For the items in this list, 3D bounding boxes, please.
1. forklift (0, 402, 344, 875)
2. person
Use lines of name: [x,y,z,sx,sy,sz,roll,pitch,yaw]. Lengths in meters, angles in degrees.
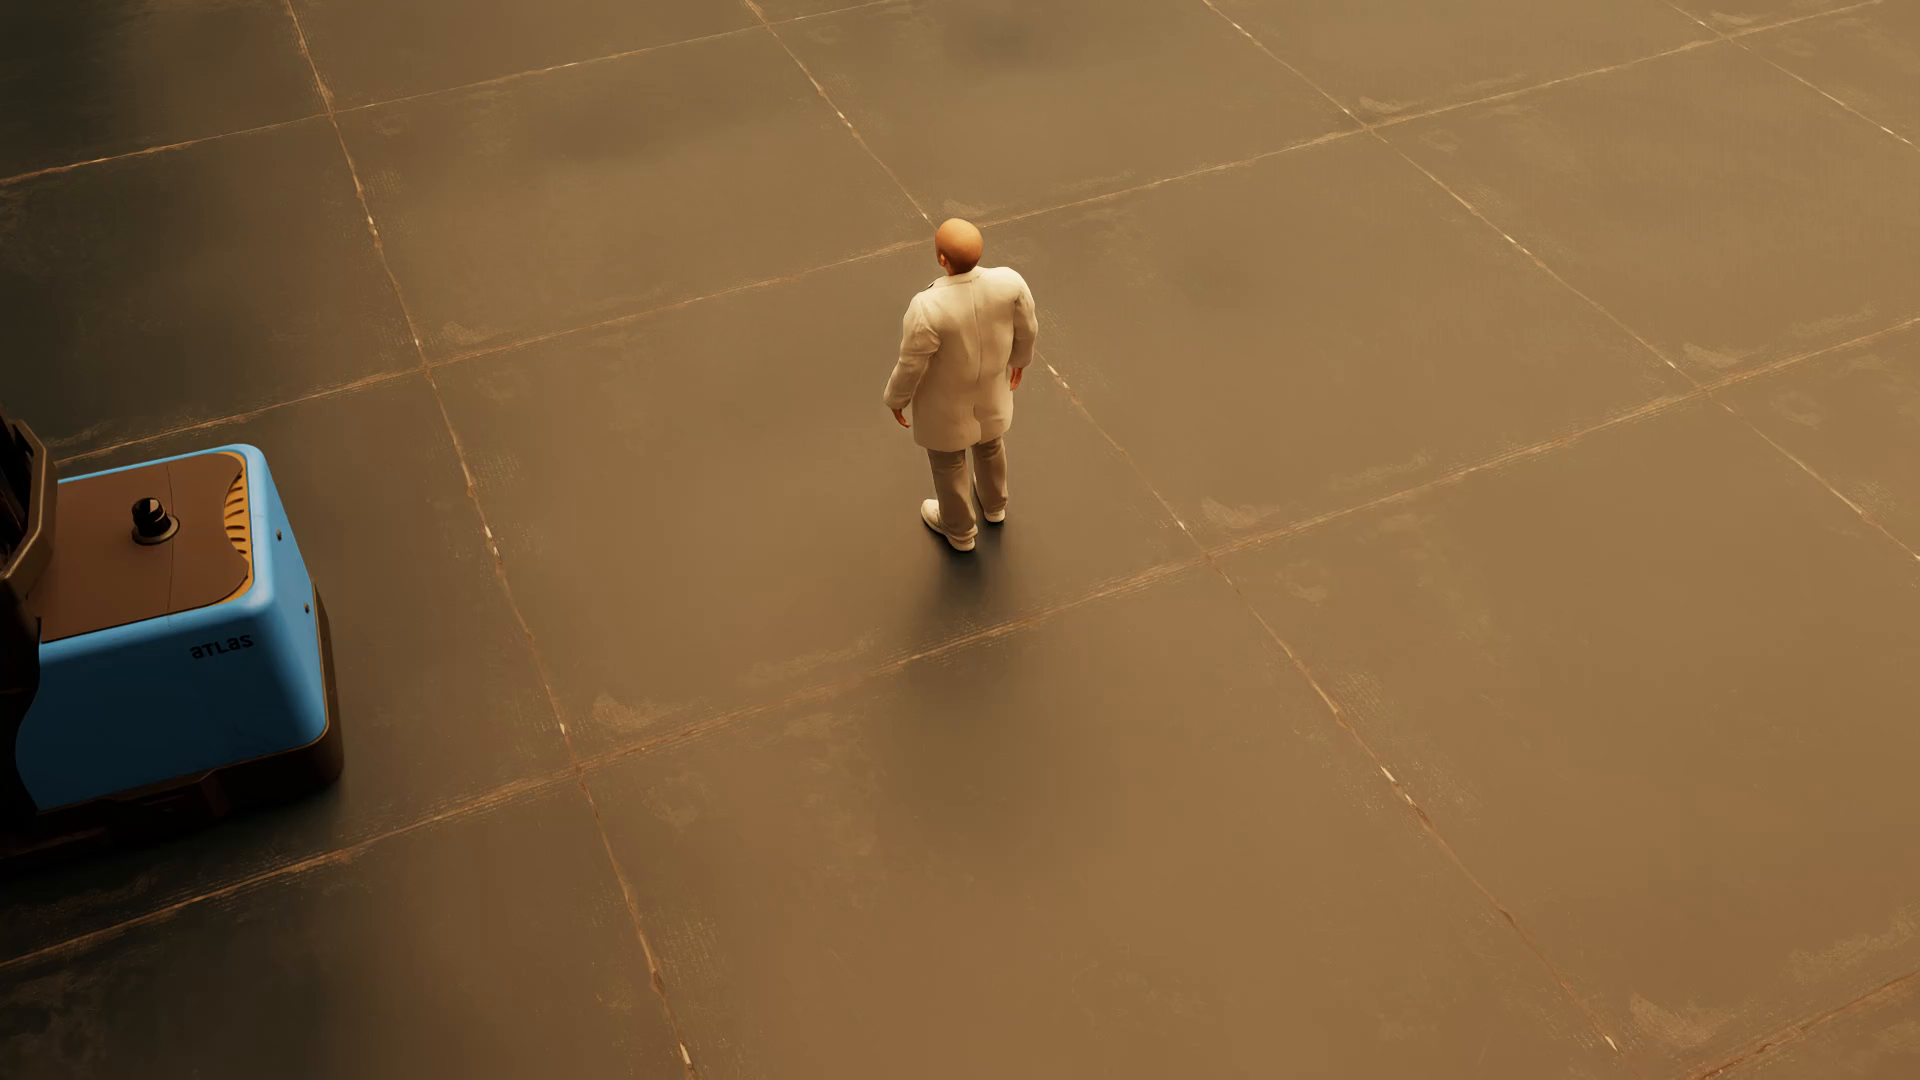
forklift: [-4.072,-0.044,5.728,3.031,2.935,1.130,-14,45,-14]
person: [-0.035,-0.713,7.279,0.696,1.778,0.578,-18,46,-18]
